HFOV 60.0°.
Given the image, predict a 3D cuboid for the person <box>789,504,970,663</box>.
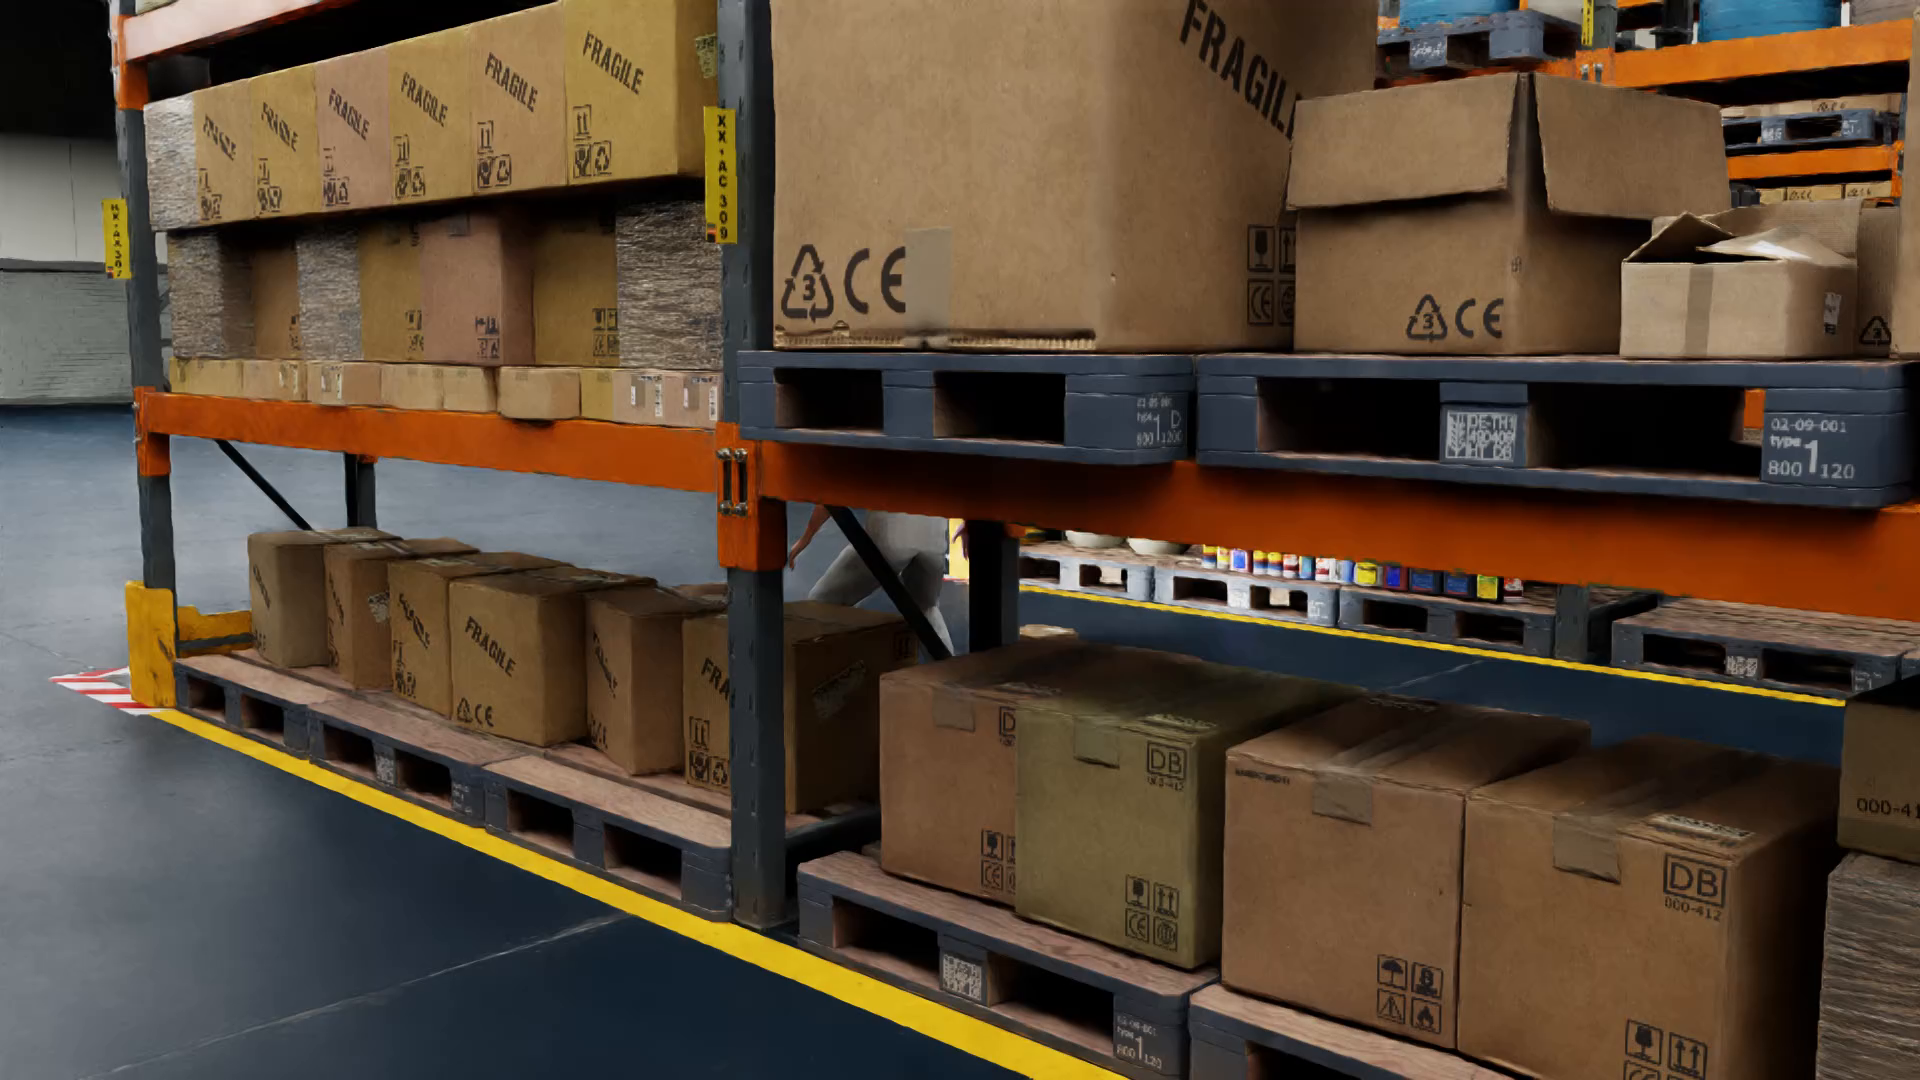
[{"bbox_3d":[-0.317,-0.017,6.546,0.795,1.522,0.493,-4,8,-27],"label":"person"}]
